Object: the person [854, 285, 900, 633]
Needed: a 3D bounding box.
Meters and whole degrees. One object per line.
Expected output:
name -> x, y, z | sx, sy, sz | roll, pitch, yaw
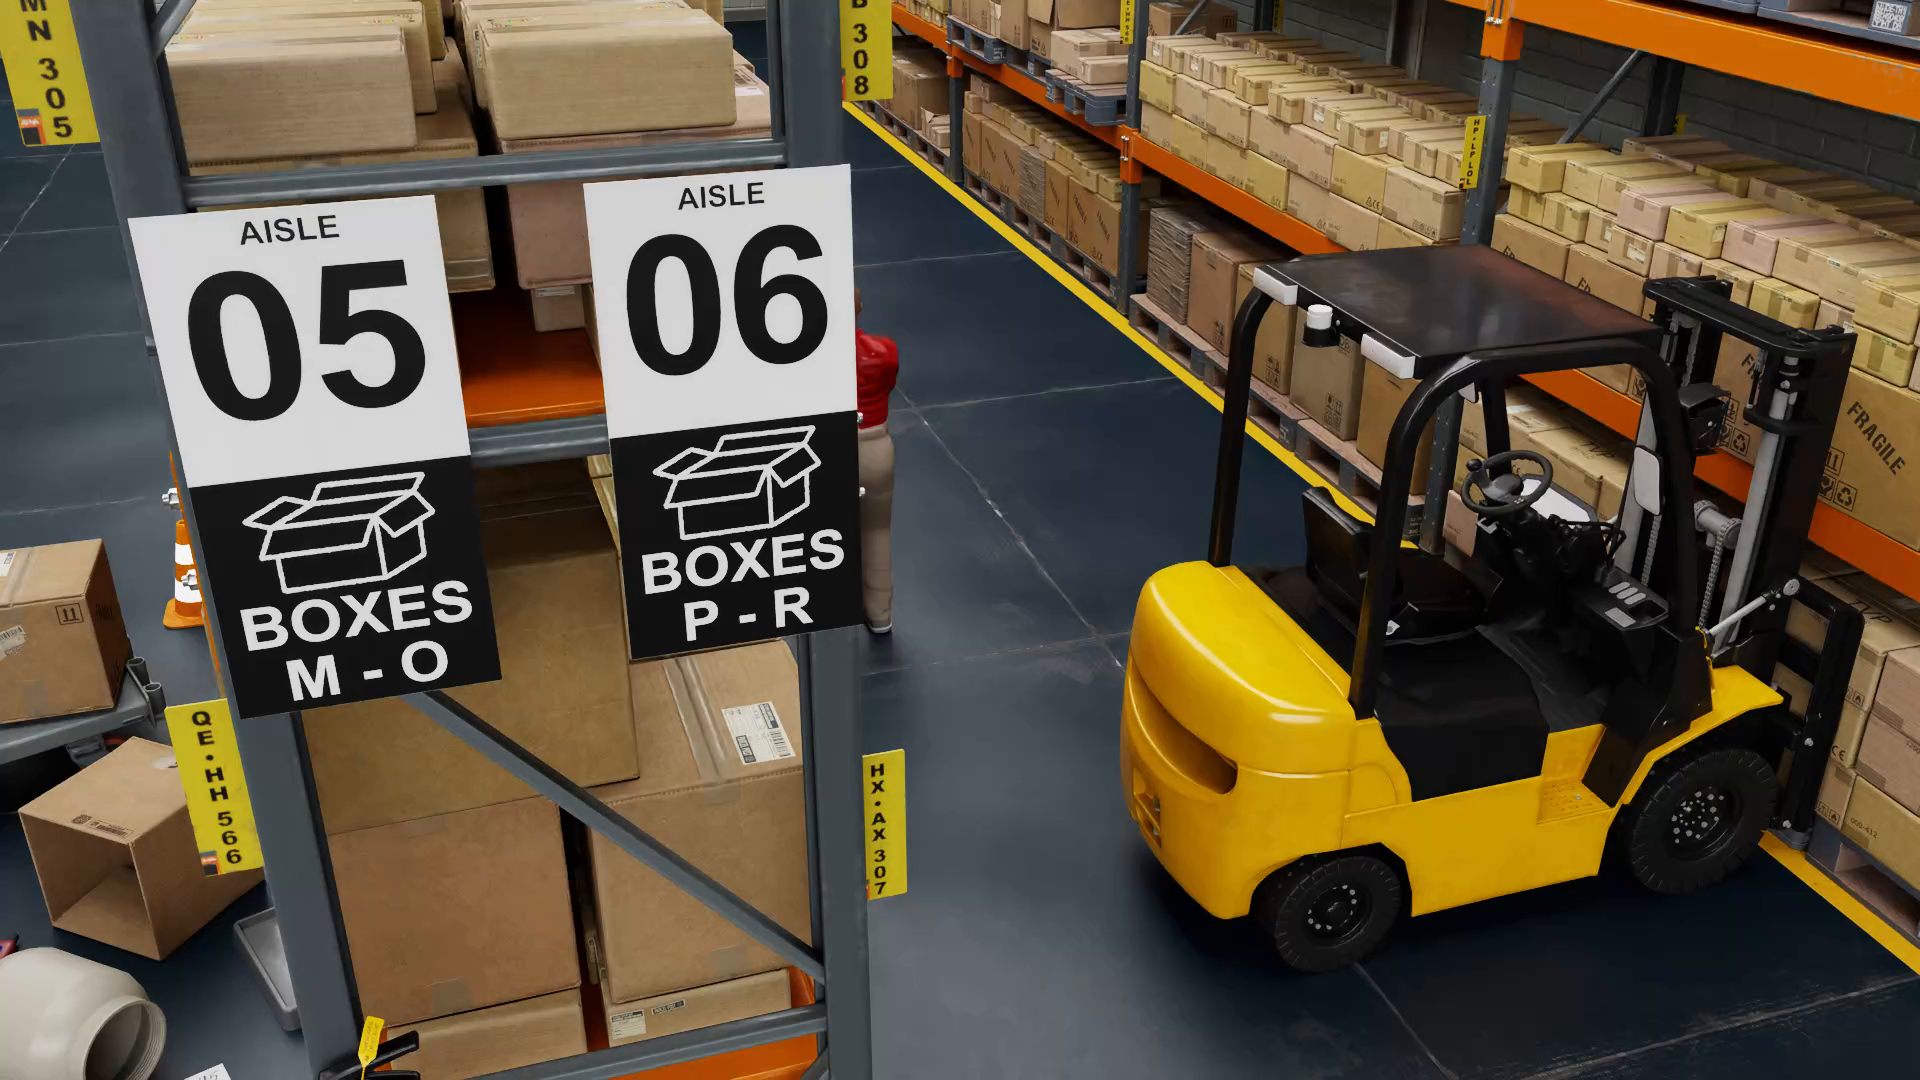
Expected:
person -> -0.540, -0.378, 7.416 | 0.494, 1.714, 0.530 | -9, 28, -17
